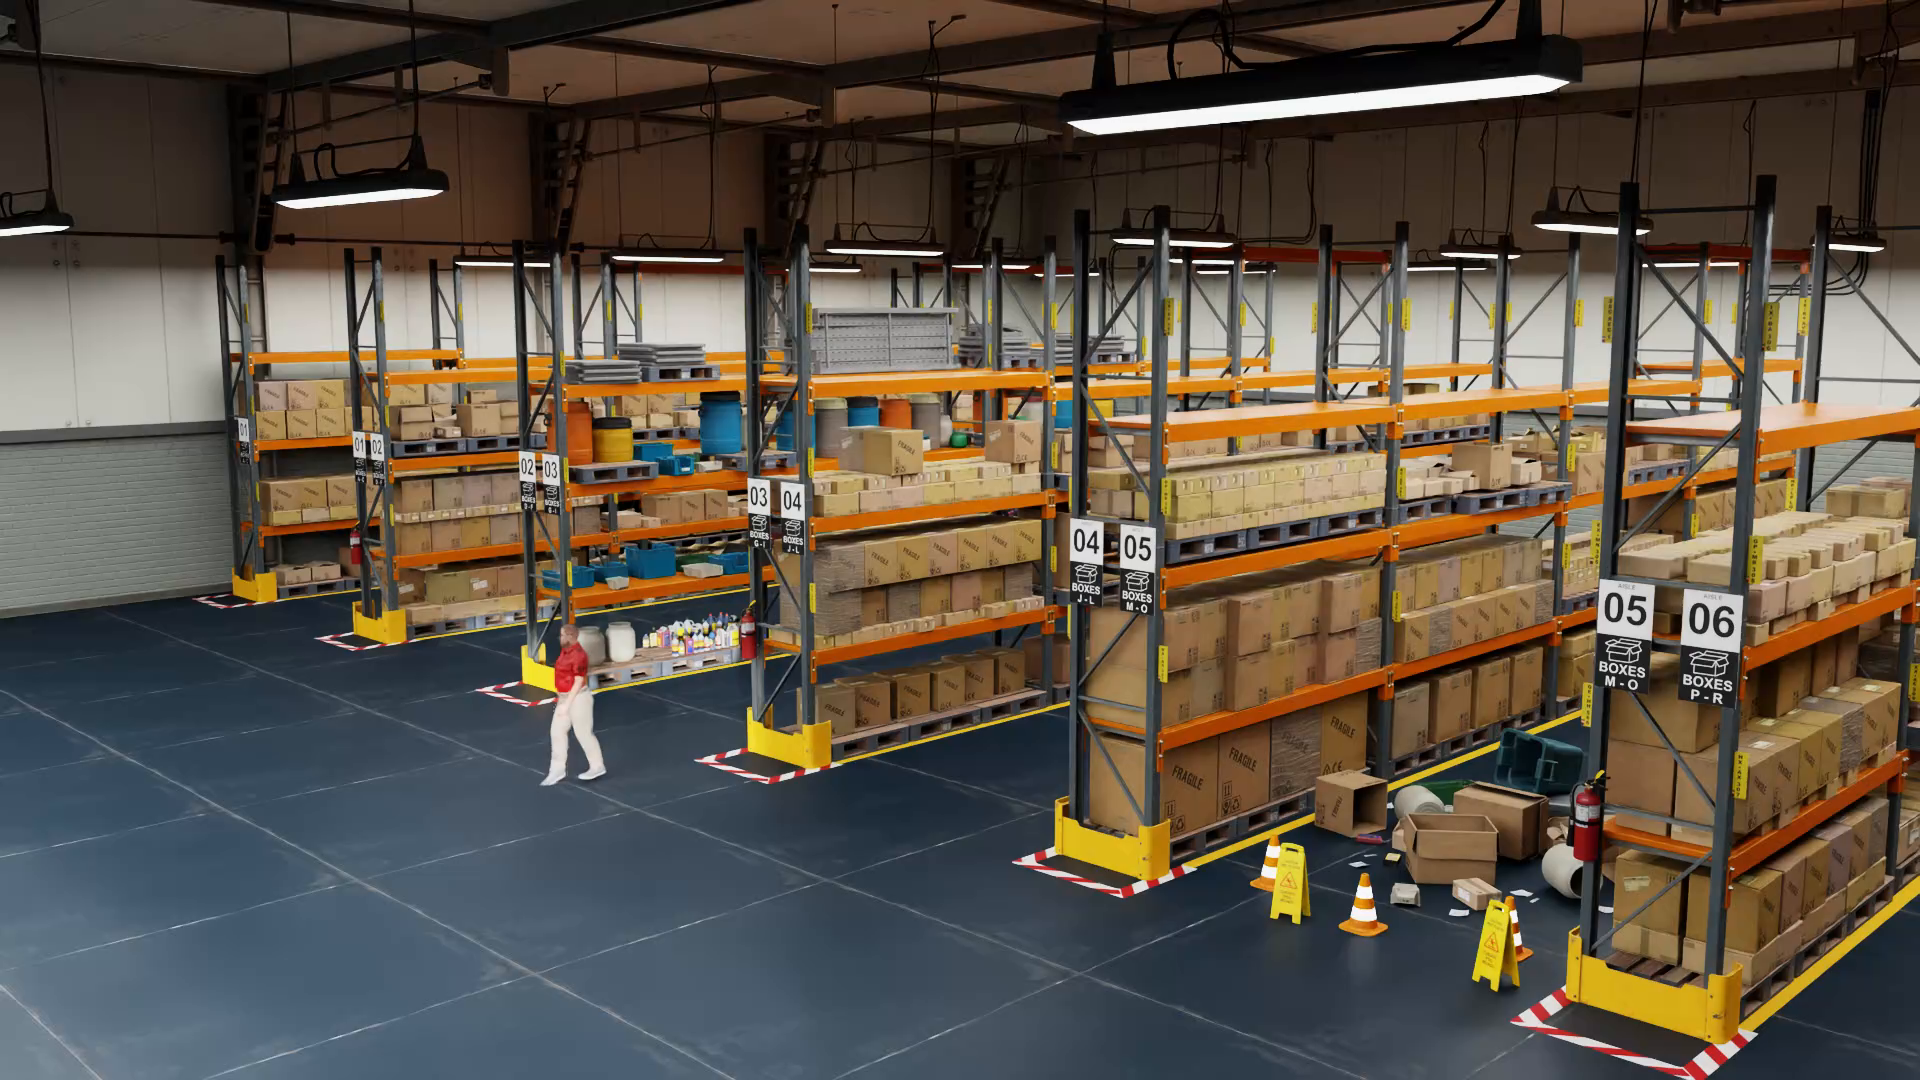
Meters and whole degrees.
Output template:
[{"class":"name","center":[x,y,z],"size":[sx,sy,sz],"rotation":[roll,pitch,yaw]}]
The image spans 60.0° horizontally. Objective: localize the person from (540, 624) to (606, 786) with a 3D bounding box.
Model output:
[{"class":"person","center":[-4.240,1.798,18.034],"size":[0.702,1.786,0.558],"rotation":[-6,10,-38]}]
